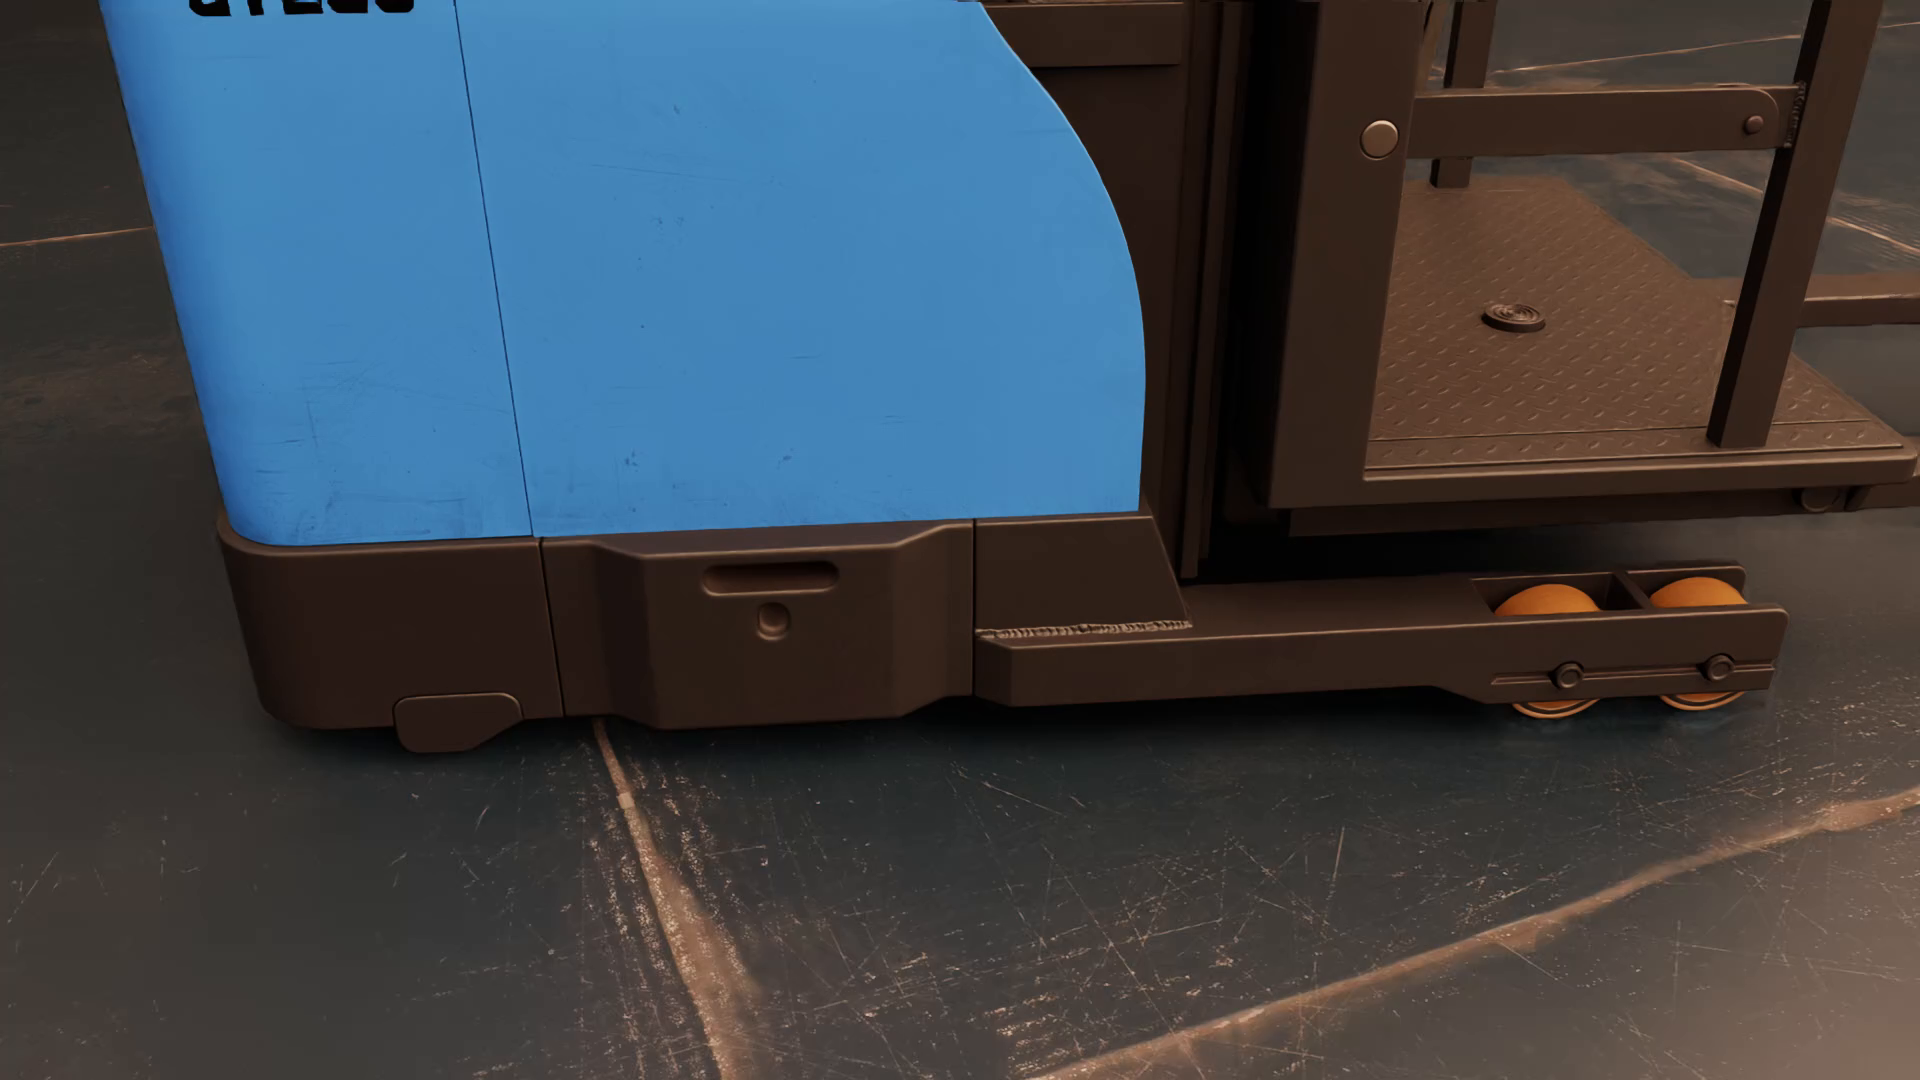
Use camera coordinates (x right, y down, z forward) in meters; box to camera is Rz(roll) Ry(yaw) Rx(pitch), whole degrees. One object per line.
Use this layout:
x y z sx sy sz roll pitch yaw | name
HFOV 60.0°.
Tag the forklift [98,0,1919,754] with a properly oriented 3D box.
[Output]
0.613 -1.308 1.835 3.031 2.935 1.130 -3 30 -4 | forklift
